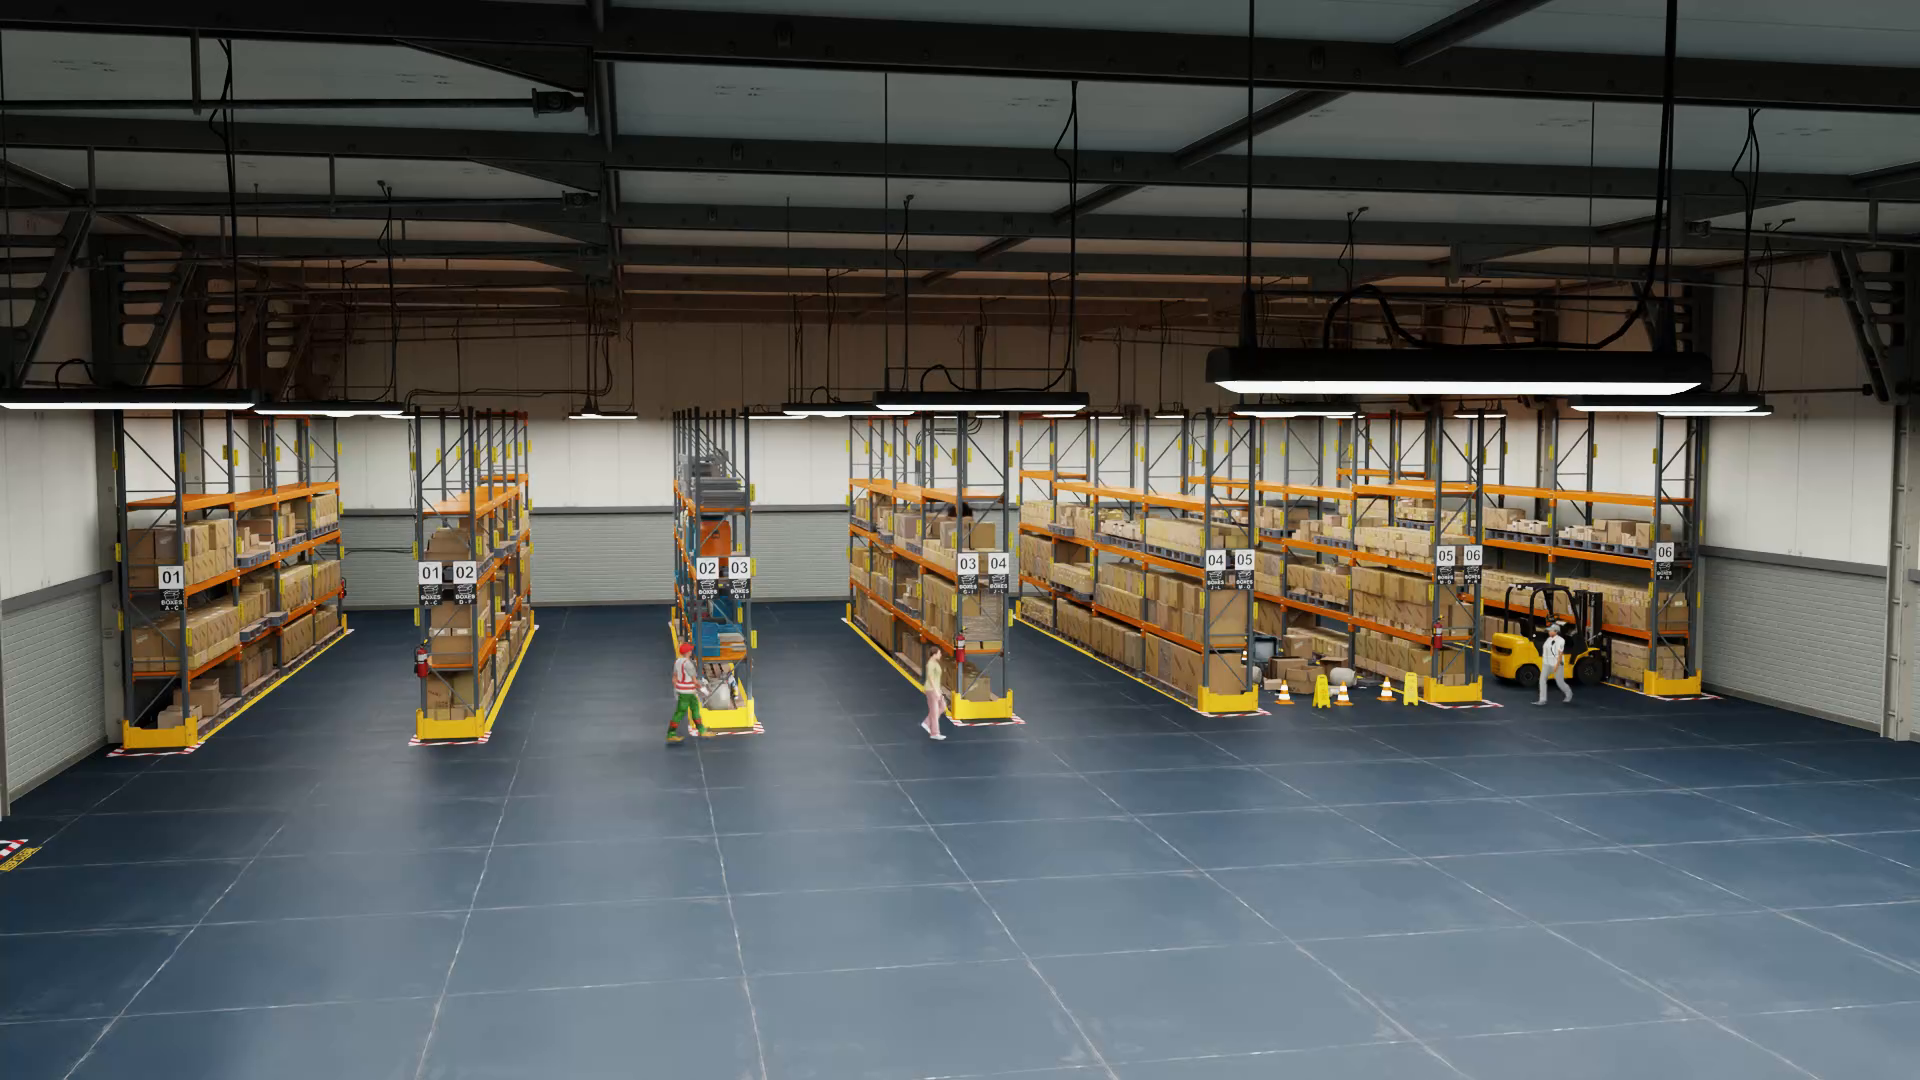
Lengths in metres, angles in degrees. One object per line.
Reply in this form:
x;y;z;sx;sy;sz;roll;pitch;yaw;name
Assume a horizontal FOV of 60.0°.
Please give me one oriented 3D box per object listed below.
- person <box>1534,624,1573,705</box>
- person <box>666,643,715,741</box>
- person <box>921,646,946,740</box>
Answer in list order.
11.995;2.509;33.579;0.893;1.626;0.468;-3;5;-36;person
-4.788;2.705;29.683;0.931;1.754;0.520;-2;4;-23;person
-0.469;2.751;30.122;0.501;1.677;0.621;1;4;10;person
